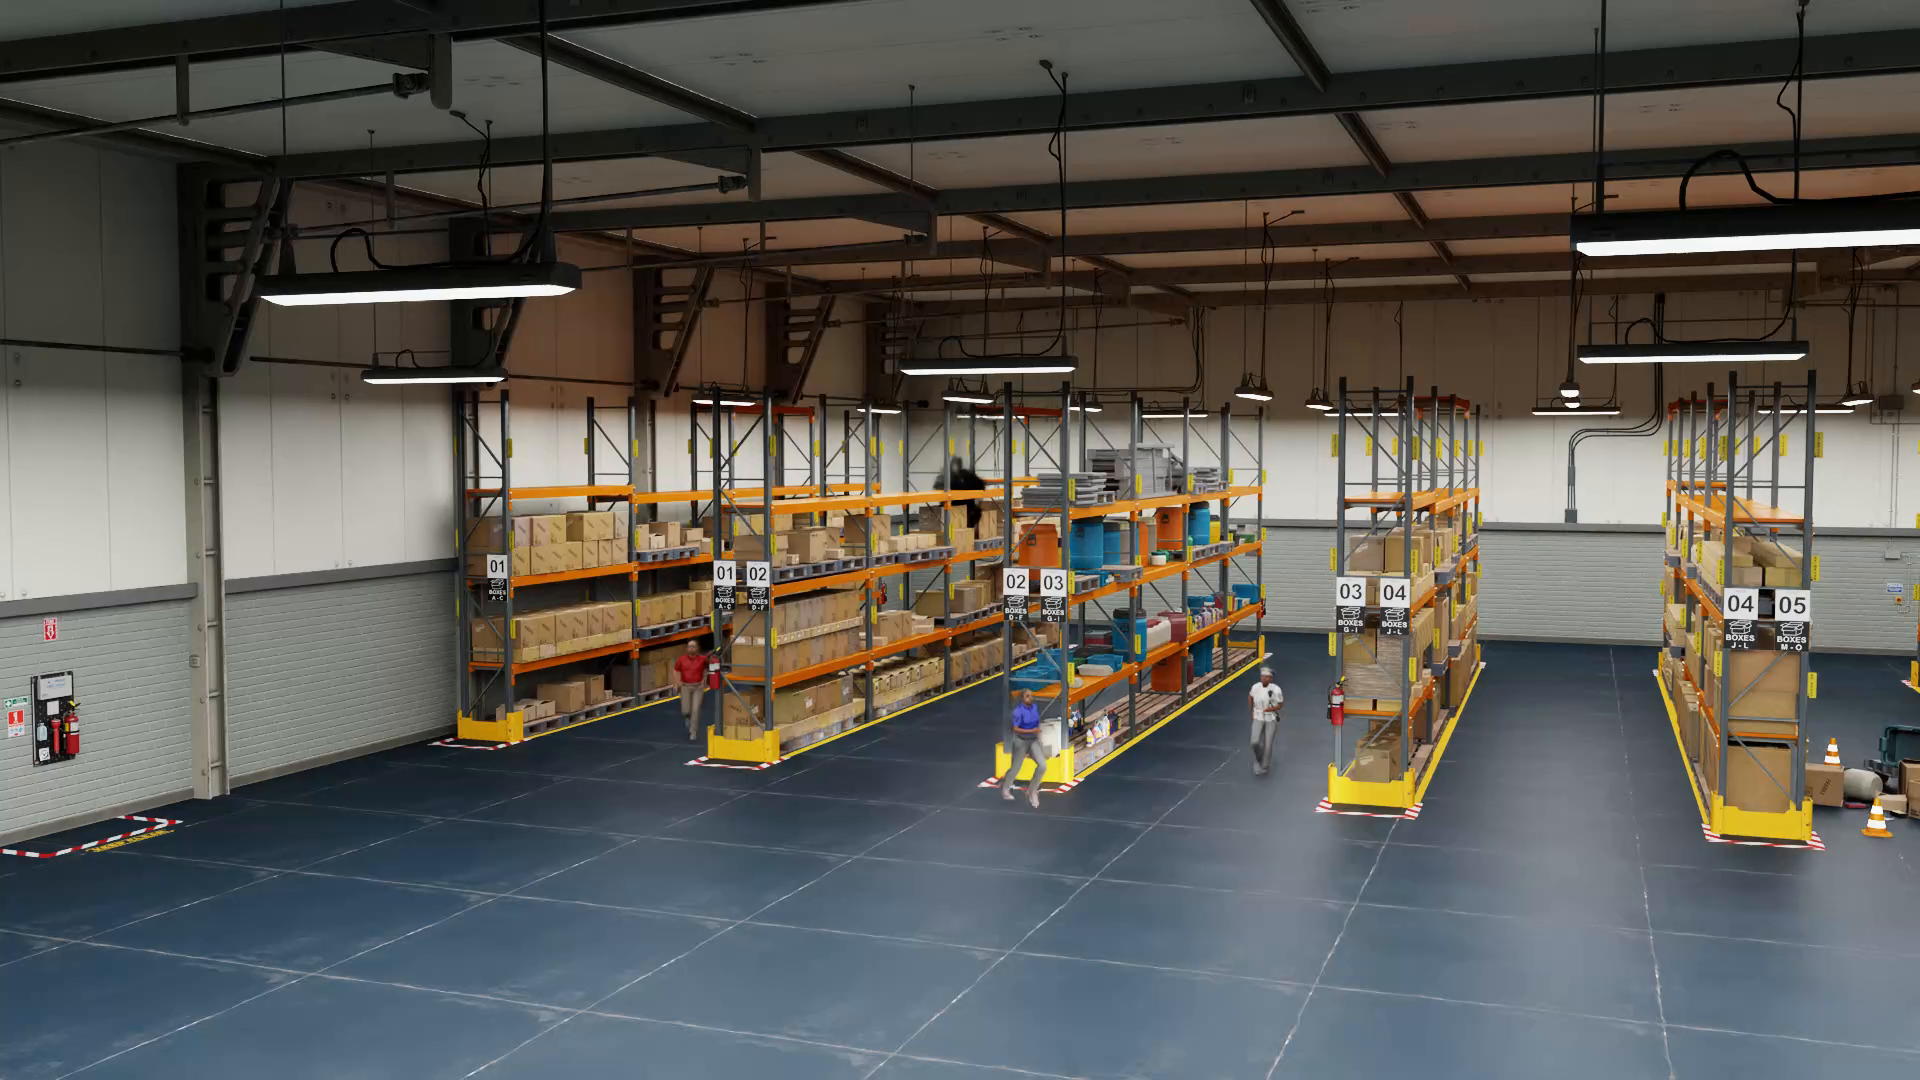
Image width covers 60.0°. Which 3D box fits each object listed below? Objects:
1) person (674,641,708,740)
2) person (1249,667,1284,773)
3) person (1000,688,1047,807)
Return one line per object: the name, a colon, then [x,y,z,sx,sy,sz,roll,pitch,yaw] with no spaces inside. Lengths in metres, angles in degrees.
person: [-4.627,2.583,28.816,0.668,1.688,0.645,0,3,-4]
person: [4.670,2.758,25.458,0.569,1.652,0.675,1,3,20]
person: [0.936,2.902,23.328,0.585,1.661,0.865,-2,4,-33]
